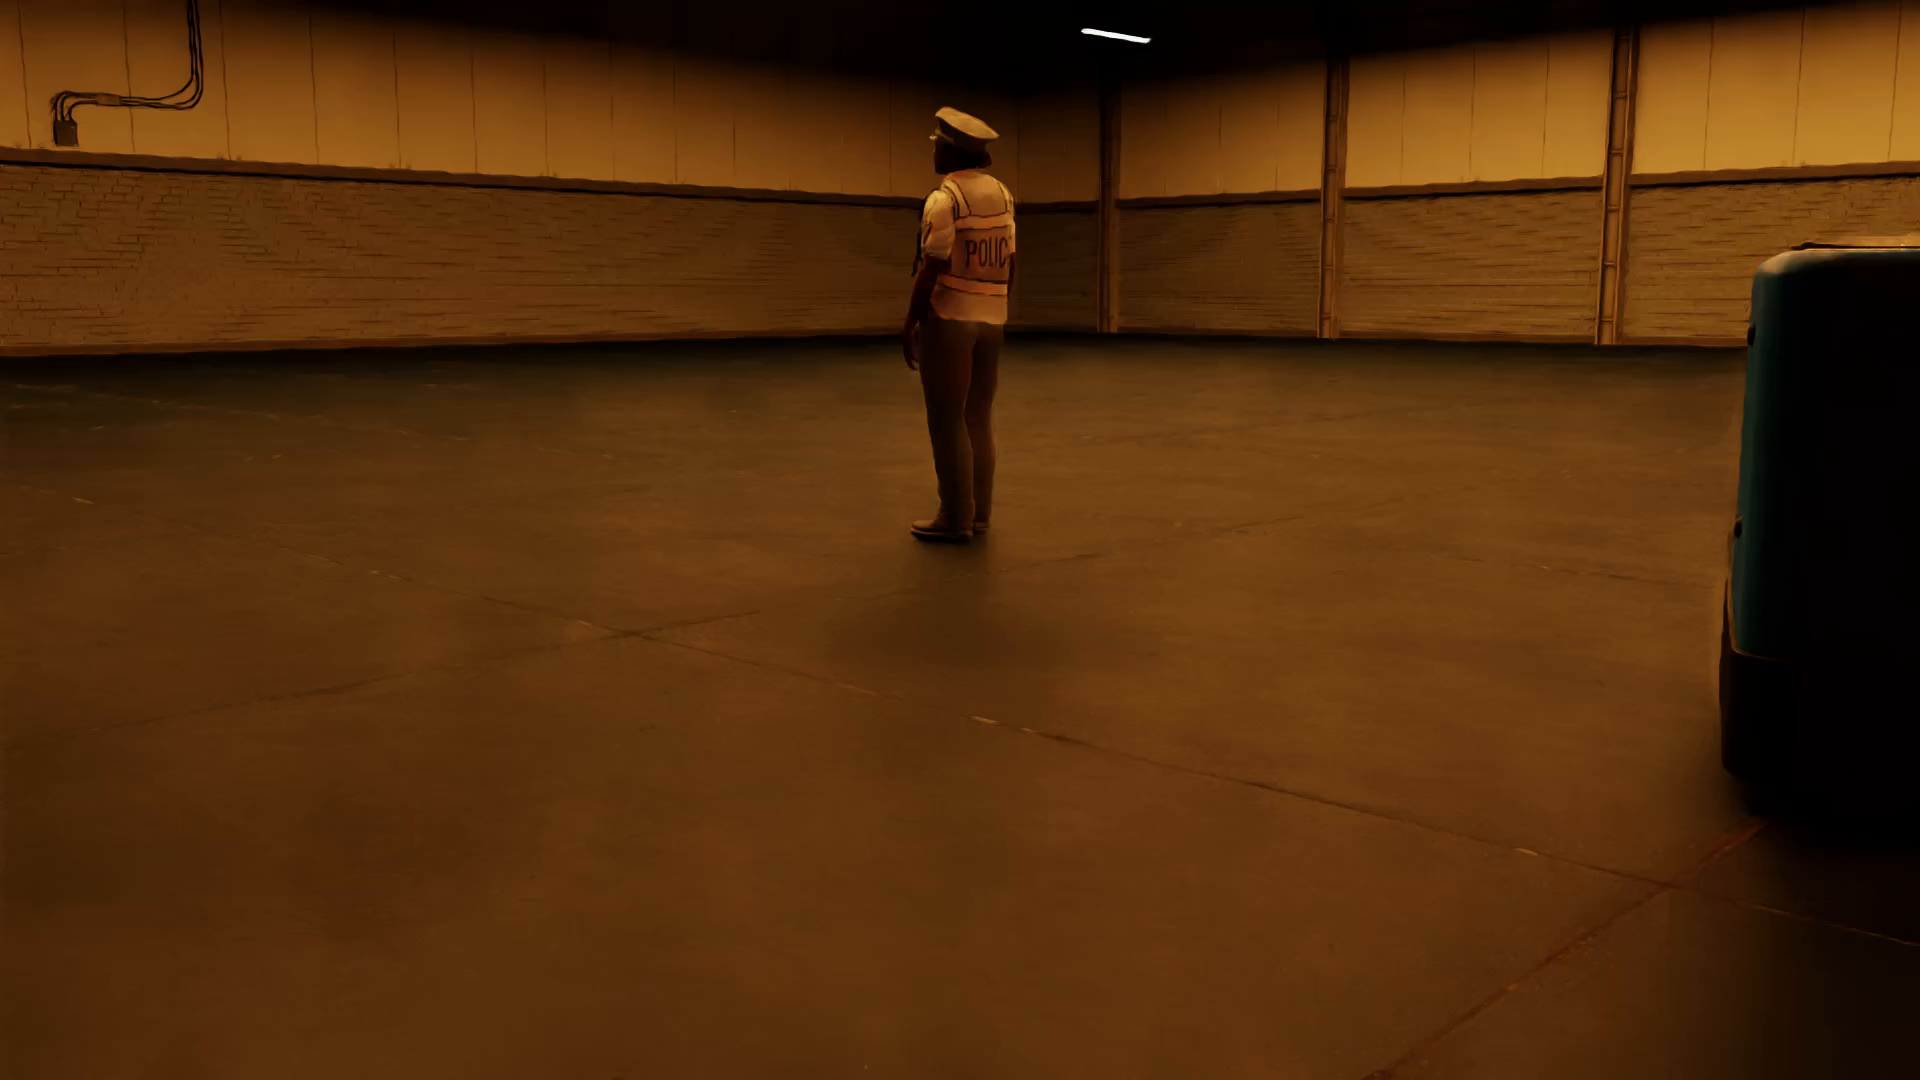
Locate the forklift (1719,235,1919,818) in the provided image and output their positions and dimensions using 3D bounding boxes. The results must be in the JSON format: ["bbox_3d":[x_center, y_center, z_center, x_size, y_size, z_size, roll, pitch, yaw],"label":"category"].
[{"bbox_3d":[3.058,-0.899,2.842,3.031,2.935,1.130,4,9,24],"label":"forklift"}]

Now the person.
[{"bbox_3d":[-0.040,-0.856,6.655,0.529,1.695,0.570,8,12,43],"label":"person"}]
